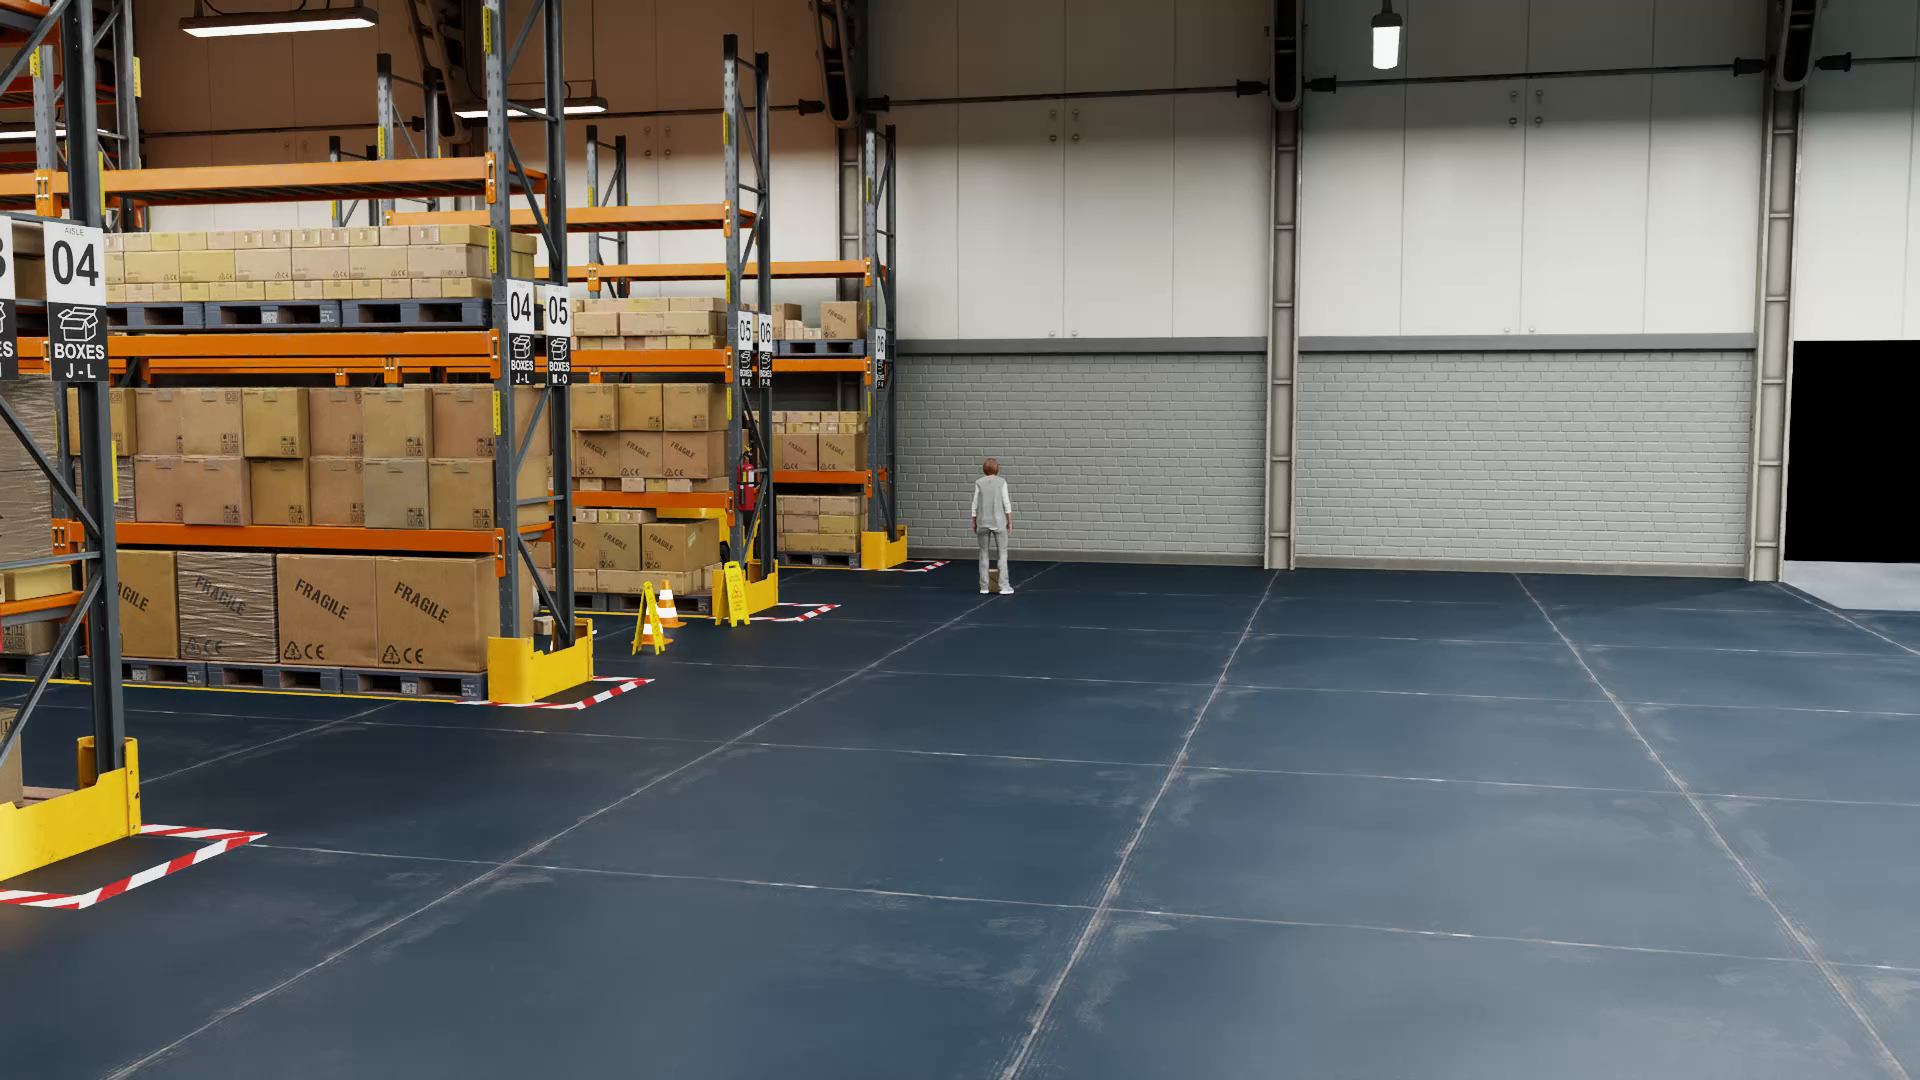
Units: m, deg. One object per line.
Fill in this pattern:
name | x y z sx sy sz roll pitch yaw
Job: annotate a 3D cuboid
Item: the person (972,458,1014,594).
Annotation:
person | 0.376 -0.163 19.464 0.482 1.594 0.342 1 5 11
